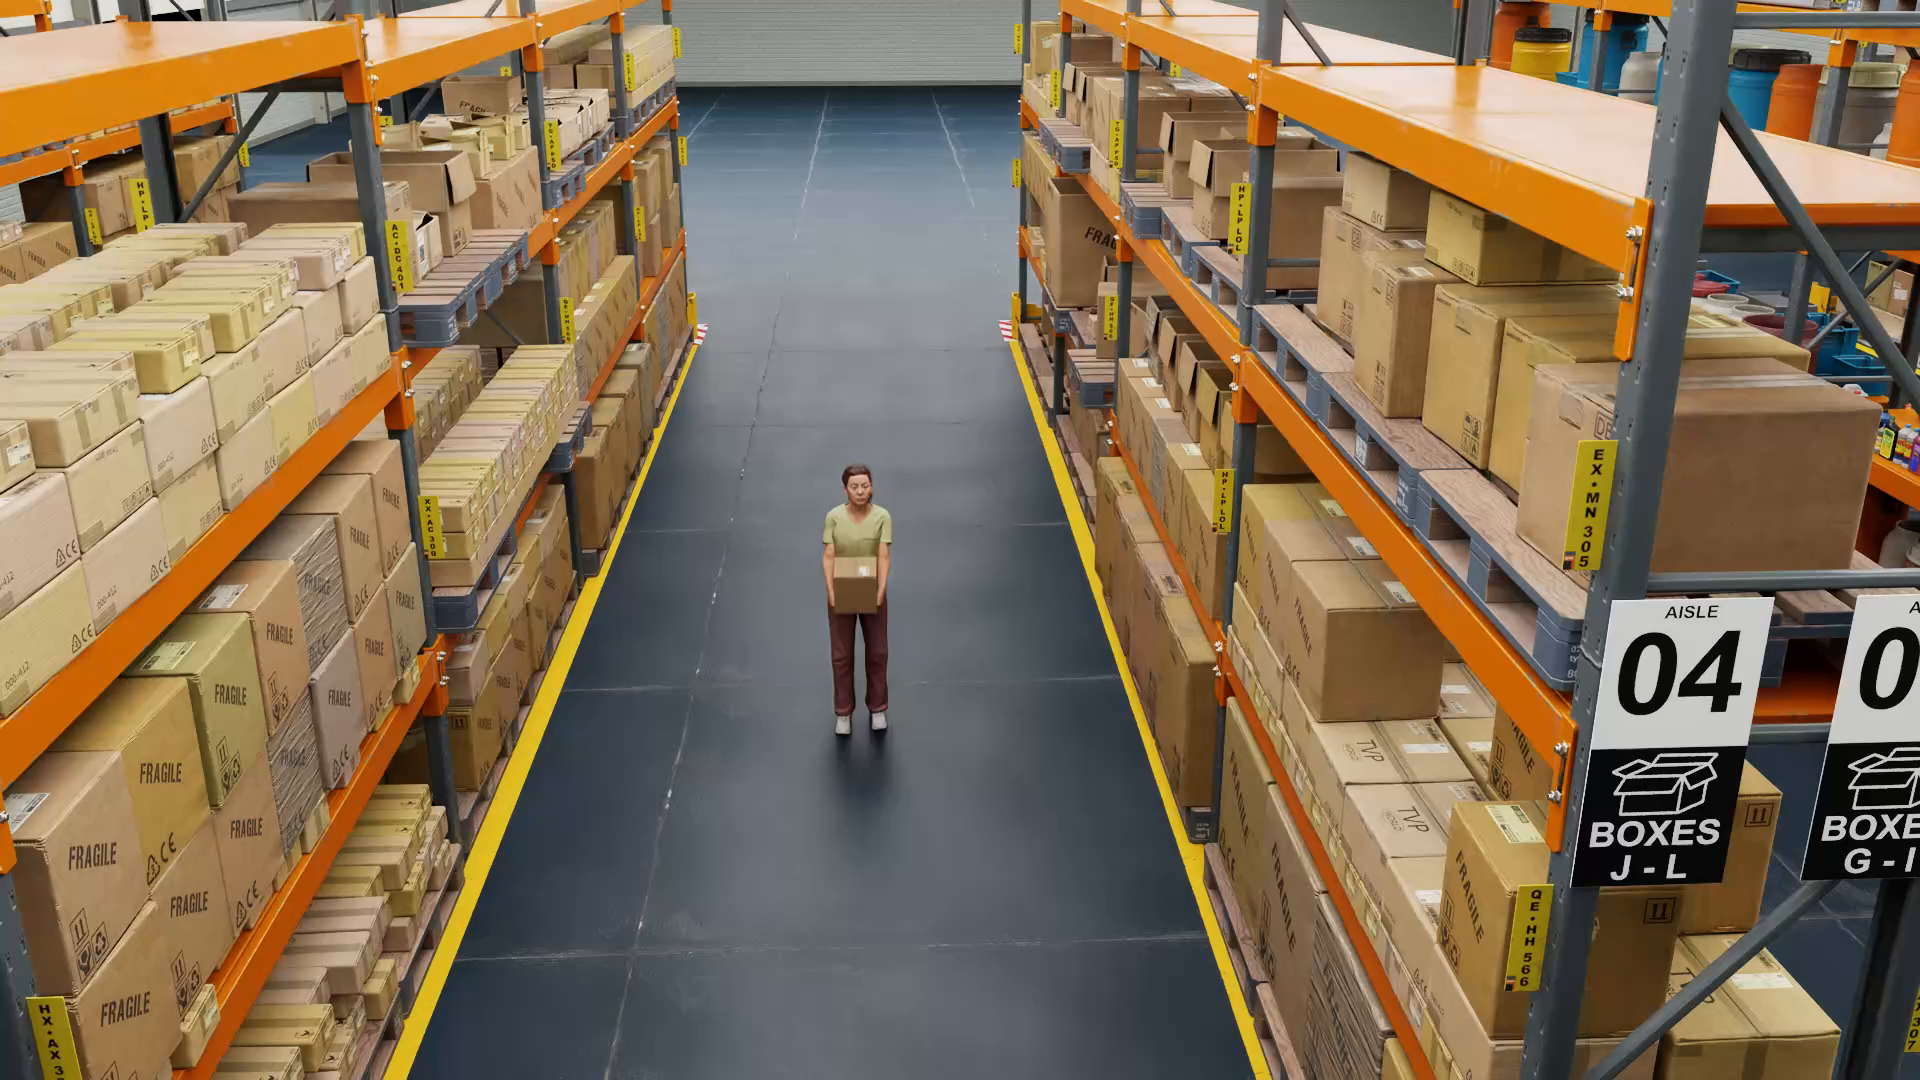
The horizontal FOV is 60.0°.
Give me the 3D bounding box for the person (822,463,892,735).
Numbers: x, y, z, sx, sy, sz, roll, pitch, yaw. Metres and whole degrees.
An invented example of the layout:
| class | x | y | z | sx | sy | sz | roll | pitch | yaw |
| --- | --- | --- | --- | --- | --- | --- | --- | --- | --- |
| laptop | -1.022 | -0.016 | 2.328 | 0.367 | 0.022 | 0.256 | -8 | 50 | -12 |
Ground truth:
| class | x | y | z | sx | sy | sz | roll | pitch | yaw |
| --- | --- | --- | --- | --- | --- | --- | --- | --- | --- |
| person | -0.619 | 0.373 | 10.098 | 0.425 | 1.662 | 0.561 | -1 | 20 | -2 |
